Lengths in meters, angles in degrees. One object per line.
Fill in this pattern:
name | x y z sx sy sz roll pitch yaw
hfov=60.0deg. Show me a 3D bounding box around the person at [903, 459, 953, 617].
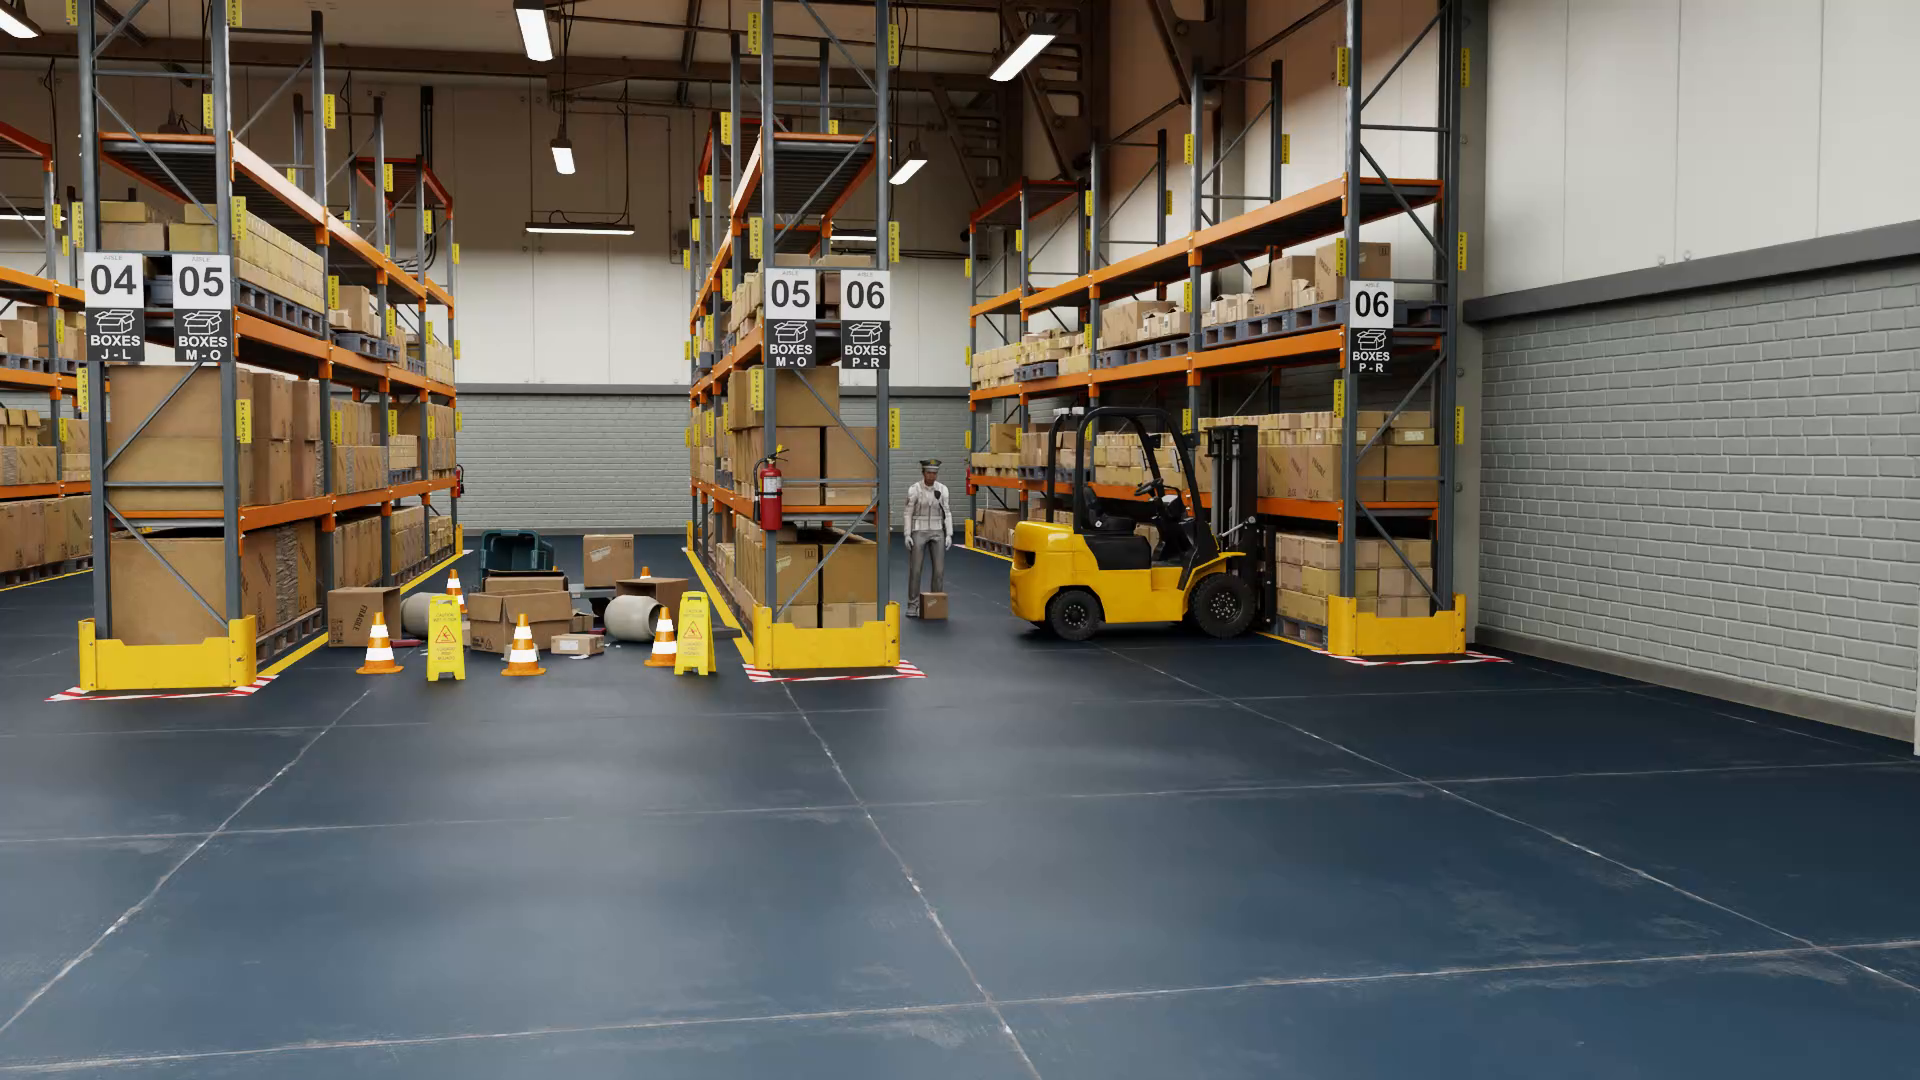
person | -0.339 -0.030 17.644 0.530 1.664 0.370 -1 3 -11
